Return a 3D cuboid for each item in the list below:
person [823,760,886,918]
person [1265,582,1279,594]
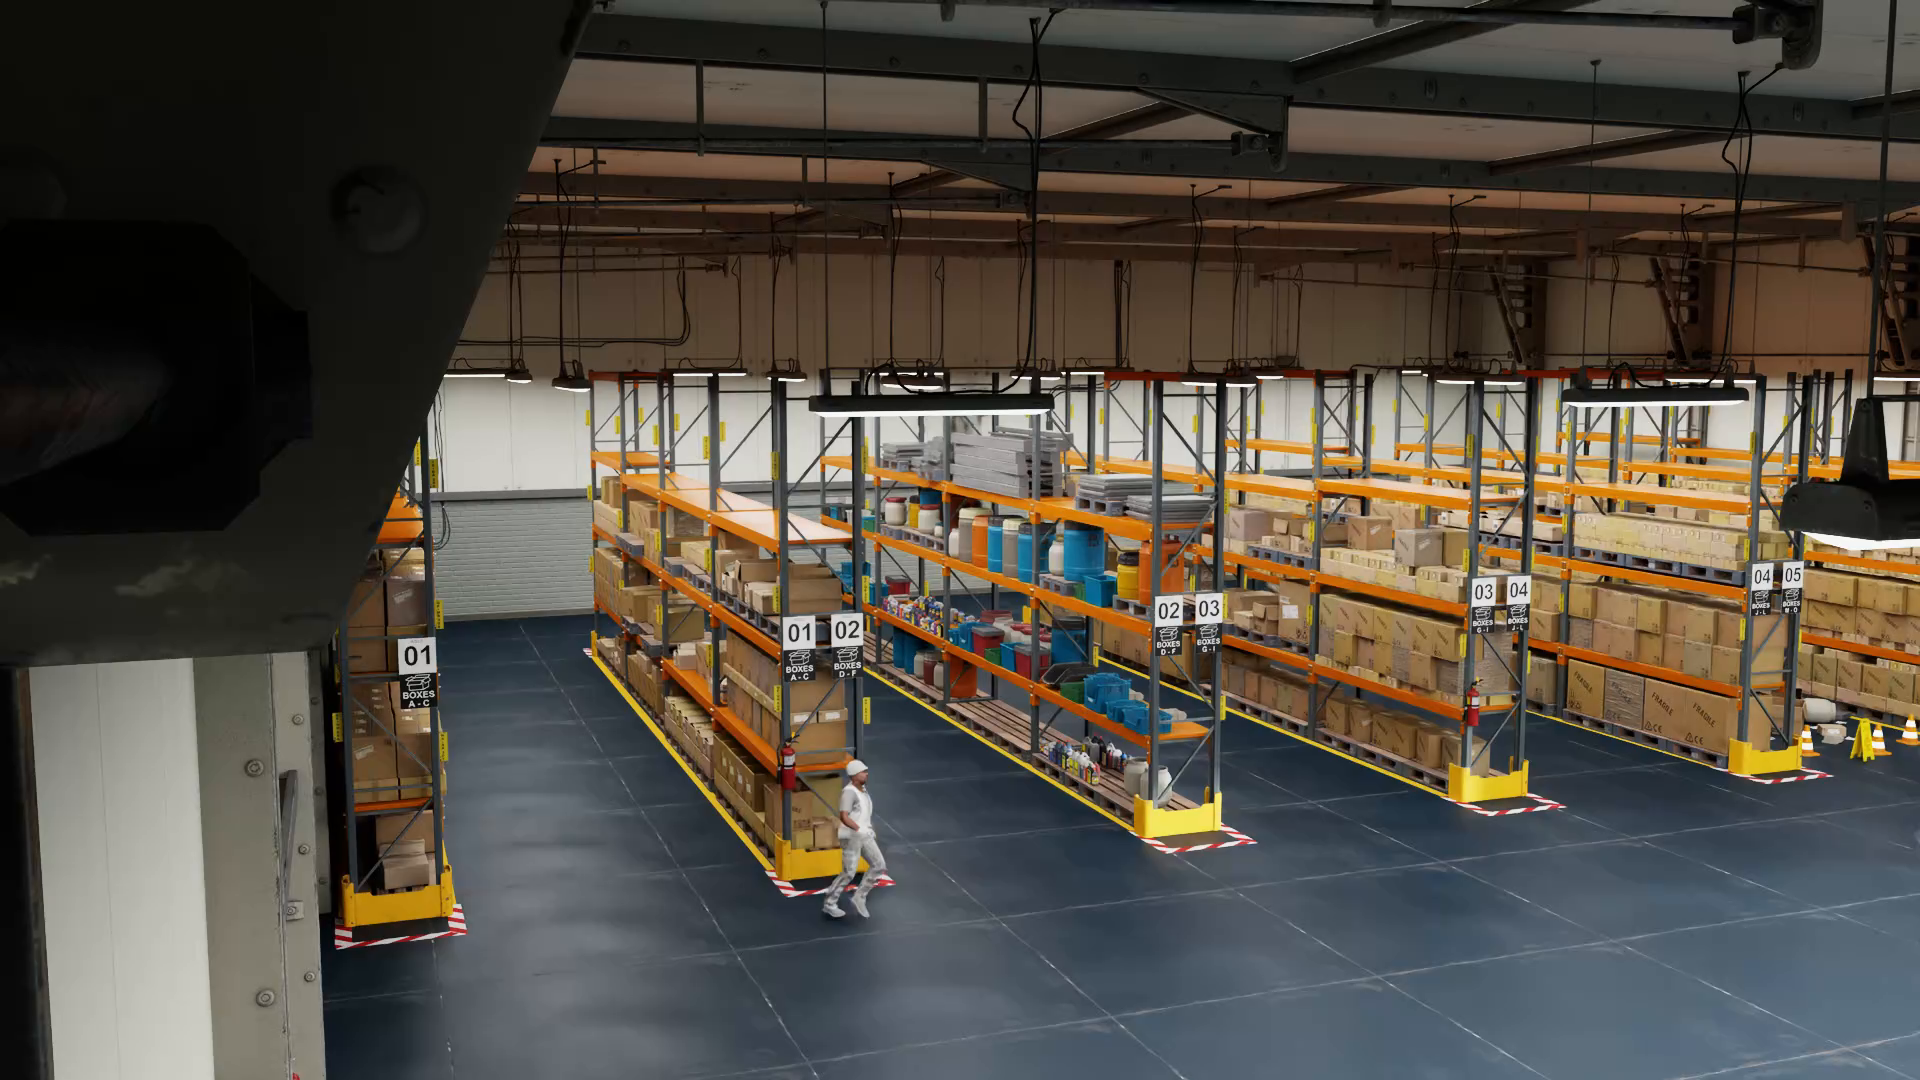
[{"bbox_3d":[-1.168,3.373,18.832,0.649,1.769,0.744,2,7,17],"label":"person"},{"bbox_3d":[7.888,0.818,41.896,0.732,1.738,0.610,-2,7,-17],"label":"person"}]
